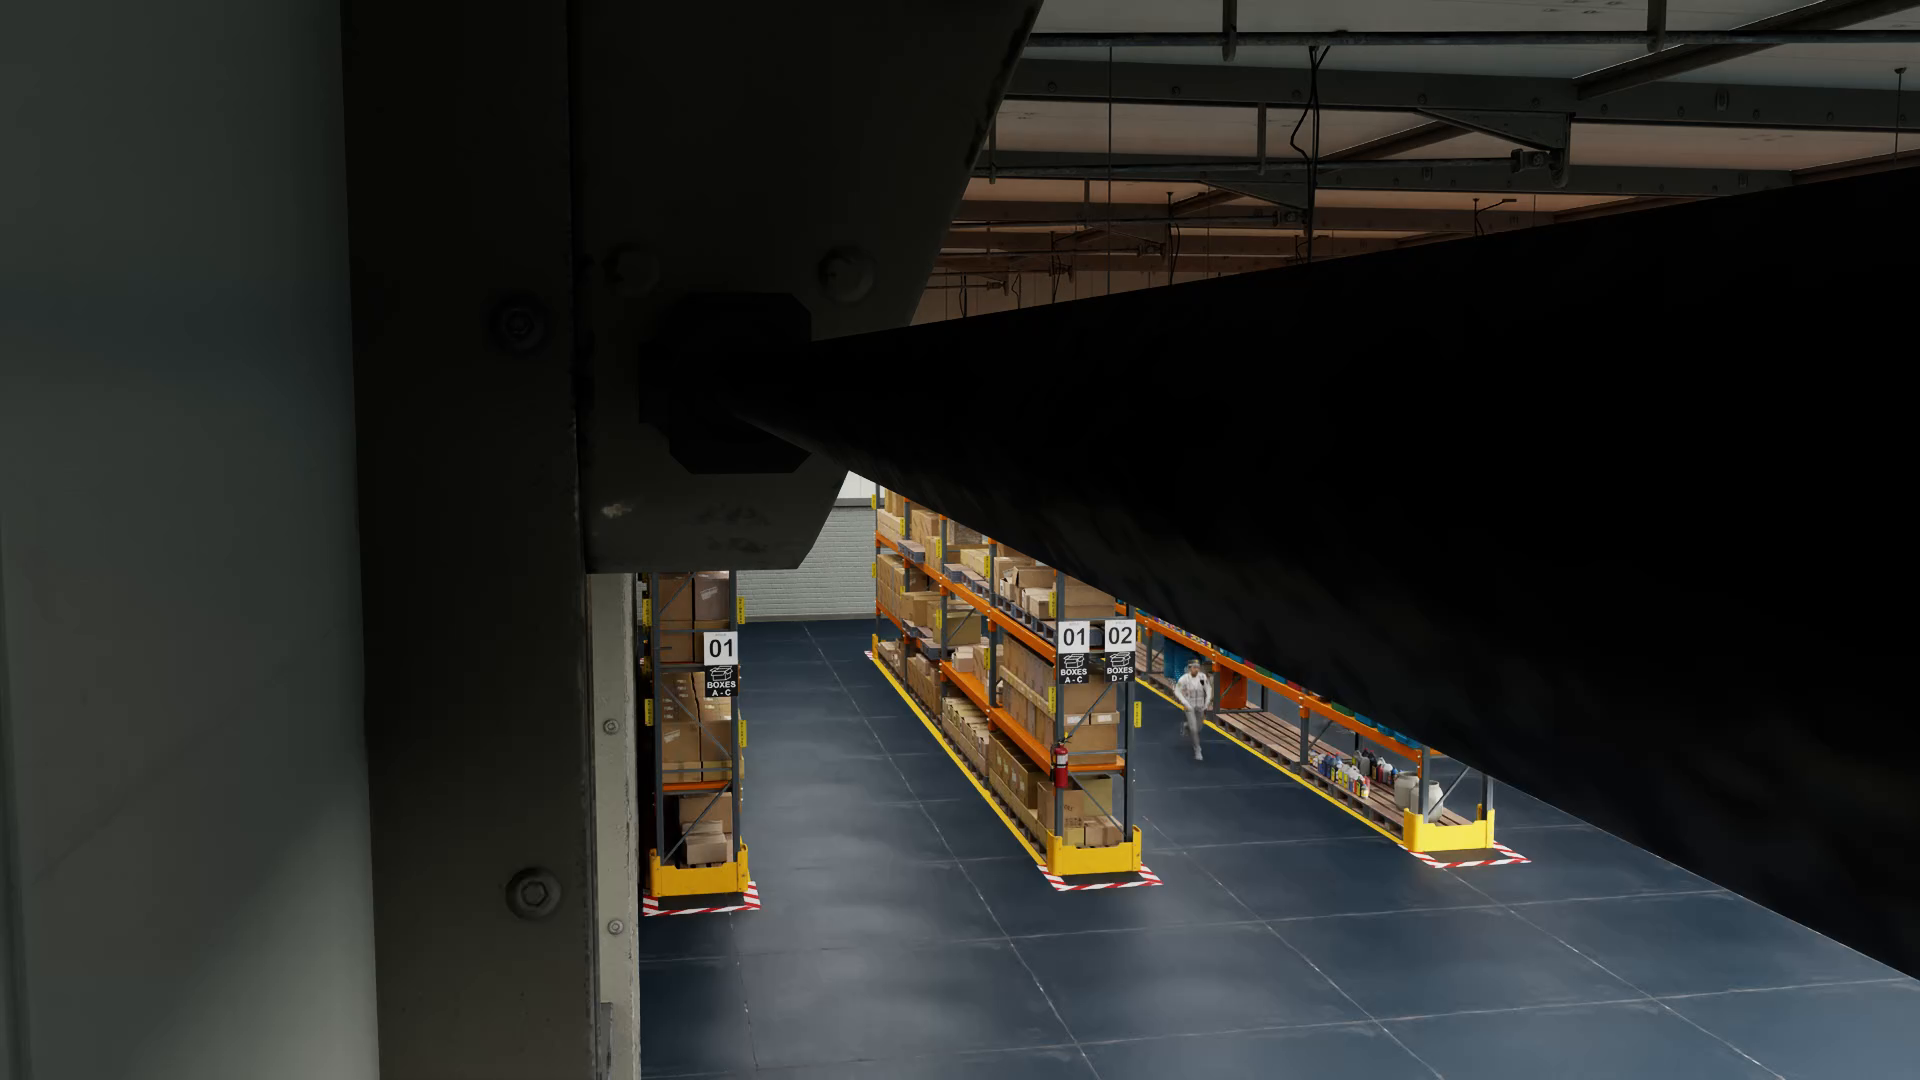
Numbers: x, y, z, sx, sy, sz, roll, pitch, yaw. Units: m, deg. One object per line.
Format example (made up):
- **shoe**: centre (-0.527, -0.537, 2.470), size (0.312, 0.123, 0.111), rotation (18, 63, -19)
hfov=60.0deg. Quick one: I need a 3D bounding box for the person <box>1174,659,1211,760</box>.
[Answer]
- **person**: centre (3.808, 2.739, 27.306), size (0.636, 1.669, 0.760), rotation (-1, 6, -13)
